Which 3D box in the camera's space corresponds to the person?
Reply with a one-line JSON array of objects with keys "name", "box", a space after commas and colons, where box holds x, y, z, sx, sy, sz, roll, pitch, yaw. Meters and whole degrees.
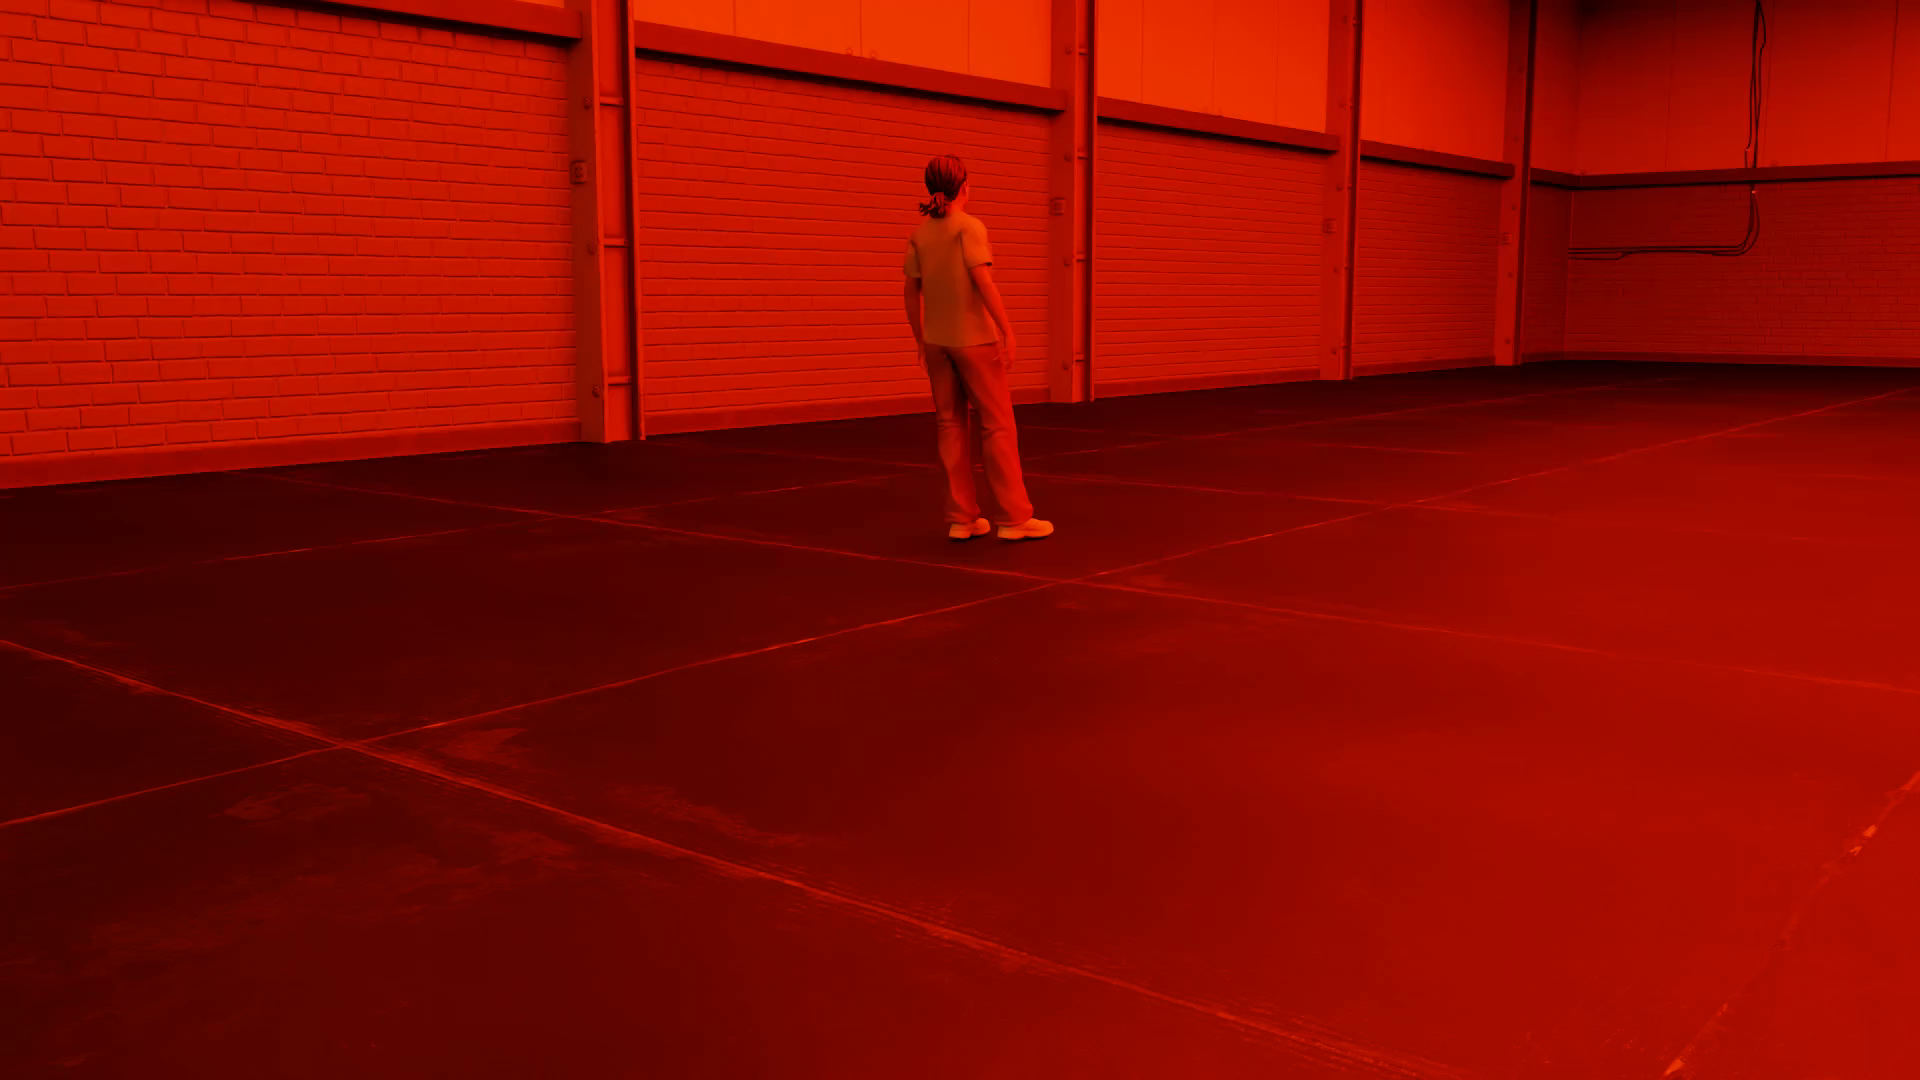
[{"name": "person", "box": [0.056, -0.844, 7.333, 0.553, 1.673, 0.548, 7, 11, 38]}]
